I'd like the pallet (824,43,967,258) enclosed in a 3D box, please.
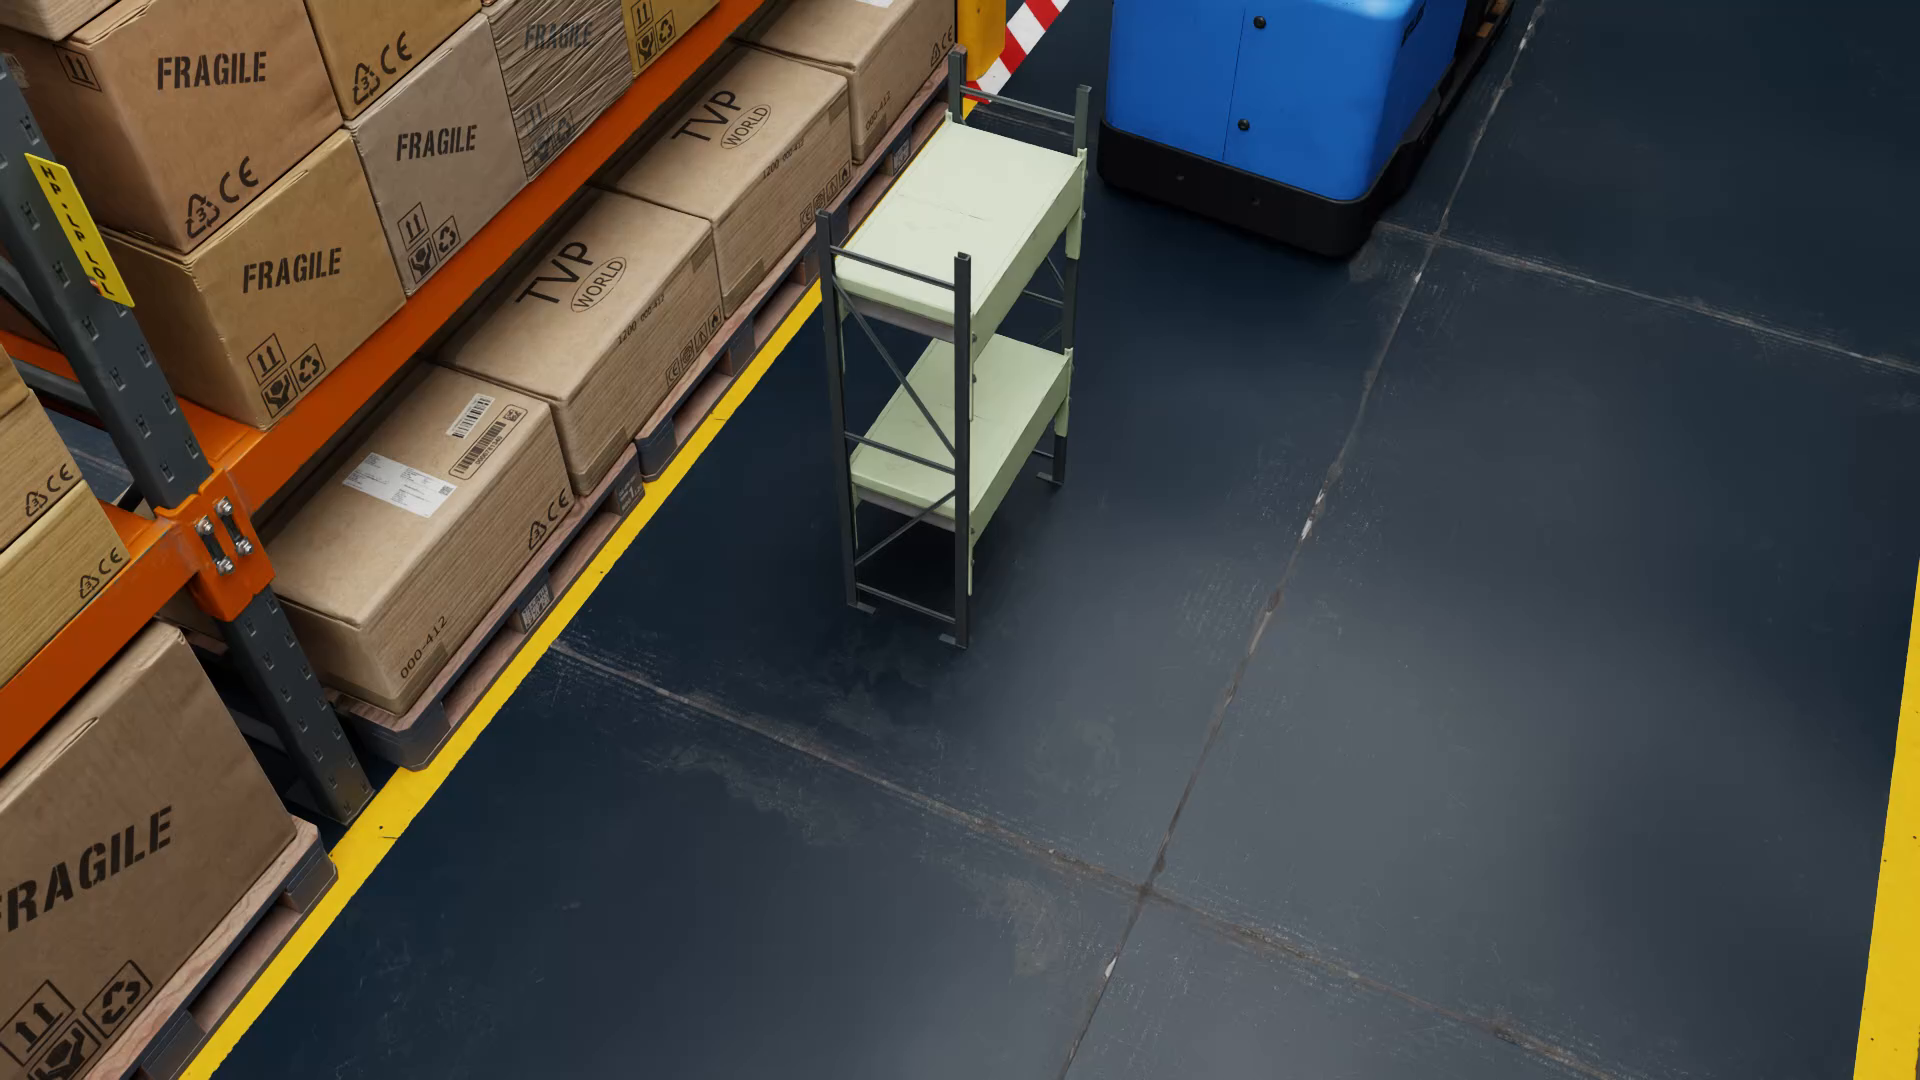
[{"bbox_3d":[-0.671,-1.659,6.523,1.003,0.211,1.213,20,52,16],"label":"pallet"}]

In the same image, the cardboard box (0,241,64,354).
[{"bbox_3d":[-2.142,-0.819,3.912,0.500,0.500,0.500,20,53,16],"label":"cardboard box"}]

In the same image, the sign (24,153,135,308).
[{"bbox_3d":[-1.614,-0.564,3.052,0.100,0.325,0.005,20,52,16],"label":"sign"}]

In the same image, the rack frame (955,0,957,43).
[{"bbox_3d":[-0.400,-3.138,5.951,1.000,3.000,0.127,20,52,16],"label":"rack frame"}]

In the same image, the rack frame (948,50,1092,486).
[{"bbox_3d":[0.154,-0.733,4.889,0.400,1.500,0.023,20,52,16],"label":"rack frame"}]

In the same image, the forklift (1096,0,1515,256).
[{"bbox_3d":[1.682,-3.104,5.967,1.130,2.935,3.031,23,53,18],"label":"forklift"}]

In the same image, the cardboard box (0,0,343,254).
[{"bbox_3d":[-1.686,-0.990,3.400,0.500,0.500,0.500,20,53,16],"label":"cardboard box"}]

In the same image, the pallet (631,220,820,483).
[{"bbox_3d":[-1.193,-0.822,5.811,1.003,0.211,1.213,20,52,16],"label":"pallet"}]

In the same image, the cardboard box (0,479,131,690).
[{"bbox_3d":[-2.072,0.055,3.332,0.500,0.250,0.500,19,52,15],"label":"cardboard box"}]

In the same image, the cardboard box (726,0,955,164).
[{"bbox_3d":[-0.591,-1.957,6.352,0.875,0.438,0.875,18,52,15],"label":"cardboard box"}]

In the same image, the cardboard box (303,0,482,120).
[{"bbox_3d":[-1.465,-1.335,3.695,0.500,0.500,0.500,19,52,16],"label":"cardboard box"}]

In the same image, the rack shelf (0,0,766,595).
[{"bbox_3d":[-1.254,-1.528,5.053,1.077,0.370,4.000,20,52,16],"label":"rack shelf"}]

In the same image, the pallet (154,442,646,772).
[{"bbox_3d":[-1.713,0.021,5.093,1.003,0.211,1.213,20,52,16],"label":"pallet"}]

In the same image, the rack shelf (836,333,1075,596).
[{"bbox_3d":[-0.003,-0.270,4.923,0.431,0.370,0.720,20,52,16],"label":"rack shelf"}]

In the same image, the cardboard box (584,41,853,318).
[{"bbox_3d":[-0.975,-1.324,5.814,0.875,0.438,0.875,21,53,17],"label":"cardboard box"}]

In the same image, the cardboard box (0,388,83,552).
[{"bbox_3d":[-2.077,-0.115,3.148,0.500,0.250,0.500,20,52,16],"label":"cardboard box"}]

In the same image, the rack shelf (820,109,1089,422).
[{"bbox_3d":[-0.003,-0.734,4.378,0.431,0.370,0.720,20,52,16],"label":"rack shelf"}]

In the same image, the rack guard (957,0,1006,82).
[{"bbox_3d":[-0.390,-2.345,6.917,1.175,0.500,0.348,20,52,16],"label":"rack guard"}]

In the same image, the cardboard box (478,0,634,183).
[{"bbox_3d":[-1.235,-1.340,4.355,0.500,0.500,0.500,20,53,16],"label":"cardboard box"}]

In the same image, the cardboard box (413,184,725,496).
[{"bbox_3d":[-1.362,-0.704,5.286,0.875,0.438,0.875,18,52,15],"label":"cardboard box"}]

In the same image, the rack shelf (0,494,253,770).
[{"bbox_3d":[-2.963,1.226,2.709,1.077,0.370,4.000,20,52,16],"label":"rack shelf"}]

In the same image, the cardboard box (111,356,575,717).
[{"bbox_3d":[-1.744,-0.087,4.761,0.875,0.438,0.875,19,52,16],"label":"cardboard box"}]

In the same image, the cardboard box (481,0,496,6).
[{"bbox_3d":[-1.236,-1.684,3.992,0.500,0.500,0.500,21,53,17],"label":"cardboard box"}]

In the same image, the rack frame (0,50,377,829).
[{"bbox_3d":[-2.109,-0.384,3.607,1.000,3.000,0.127,20,52,16],"label":"rack frame"}]

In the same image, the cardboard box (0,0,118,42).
[{"bbox_3d":[-1.739,-1.084,3.054,0.380,0.149,0.250,19,52,16],"label":"cardboard box"}]

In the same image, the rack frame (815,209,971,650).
[{"bbox_3d":[-0.159,-0.229,4.460,0.400,1.500,0.023,20,52,16],"label":"rack frame"}]

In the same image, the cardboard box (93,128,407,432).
[{"bbox_3d":[-1.672,-0.654,3.772,0.500,0.500,0.500,21,53,17],"label":"cardboard box"}]

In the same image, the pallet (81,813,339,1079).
[{"bbox_3d":[-2.370,1.075,4.196,1.003,0.211,1.213,20,52,16],"label":"pallet"}]

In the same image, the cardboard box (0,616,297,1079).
[{"bbox_3d":[-2.301,0.621,3.871,0.875,0.875,0.875,21,53,17],"label":"cardboard box"}]

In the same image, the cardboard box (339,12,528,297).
[{"bbox_3d":[-1.453,-1.000,4.065,0.500,0.500,0.500,20,53,16],"label":"cardboard box"}]

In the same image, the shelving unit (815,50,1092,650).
[{"bbox_3d":[-0.003,-0.481,4.675,0.431,1.500,0.755,20,52,16],"label":"shelving unit"}]

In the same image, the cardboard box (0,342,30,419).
[{"bbox_3d":[-2.073,-0.351,2.857,0.500,0.500,0.500,21,53,17],"label":"cardboard box"}]

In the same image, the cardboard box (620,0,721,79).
[{"bbox_3d":[-1.014,-1.695,4.657,0.500,0.500,0.500,21,53,17],"label":"cardboard box"}]
